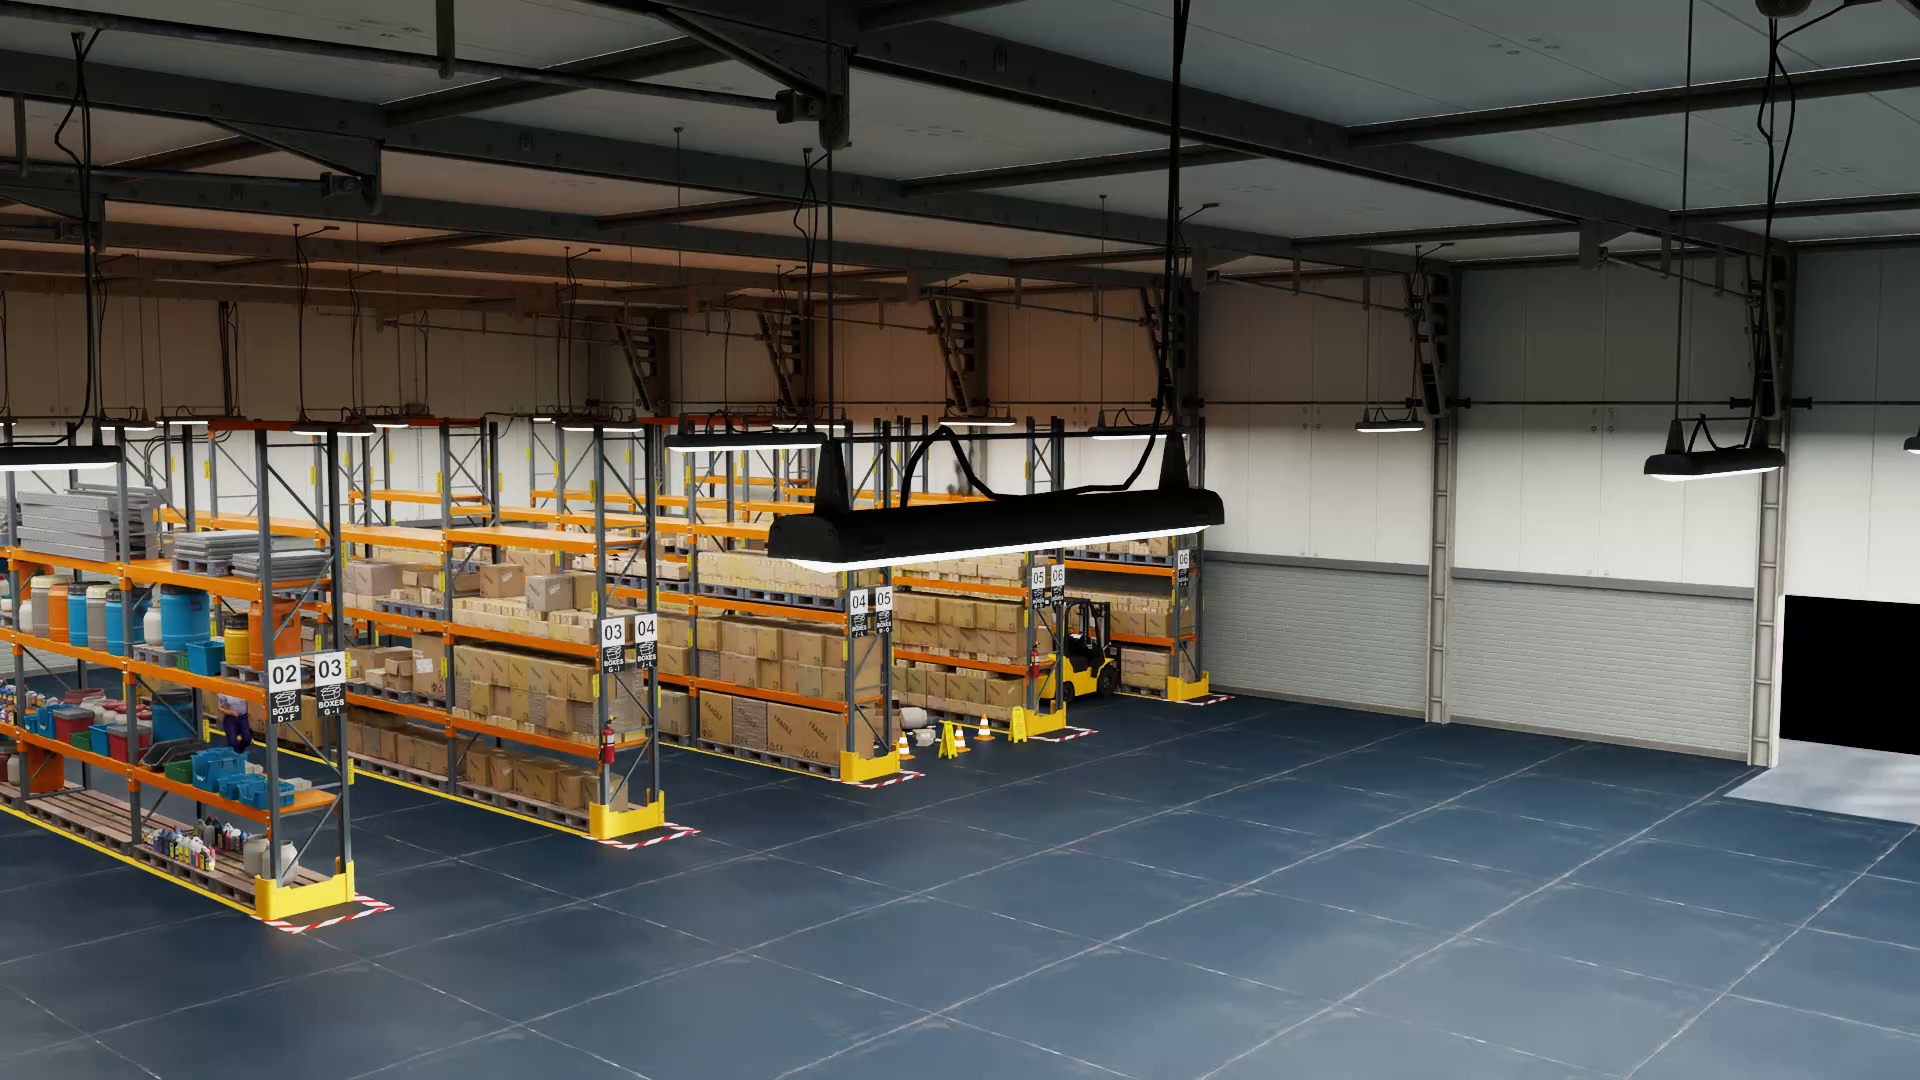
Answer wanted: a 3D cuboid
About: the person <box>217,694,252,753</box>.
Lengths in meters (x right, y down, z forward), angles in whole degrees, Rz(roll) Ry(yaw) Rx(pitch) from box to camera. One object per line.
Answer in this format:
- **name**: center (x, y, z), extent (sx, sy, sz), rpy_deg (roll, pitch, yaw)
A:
- **person**: center (-12.516, 3.143, 28.767), extent (0.576, 1.608, 0.531), rpy_deg (-4, 6, -42)
